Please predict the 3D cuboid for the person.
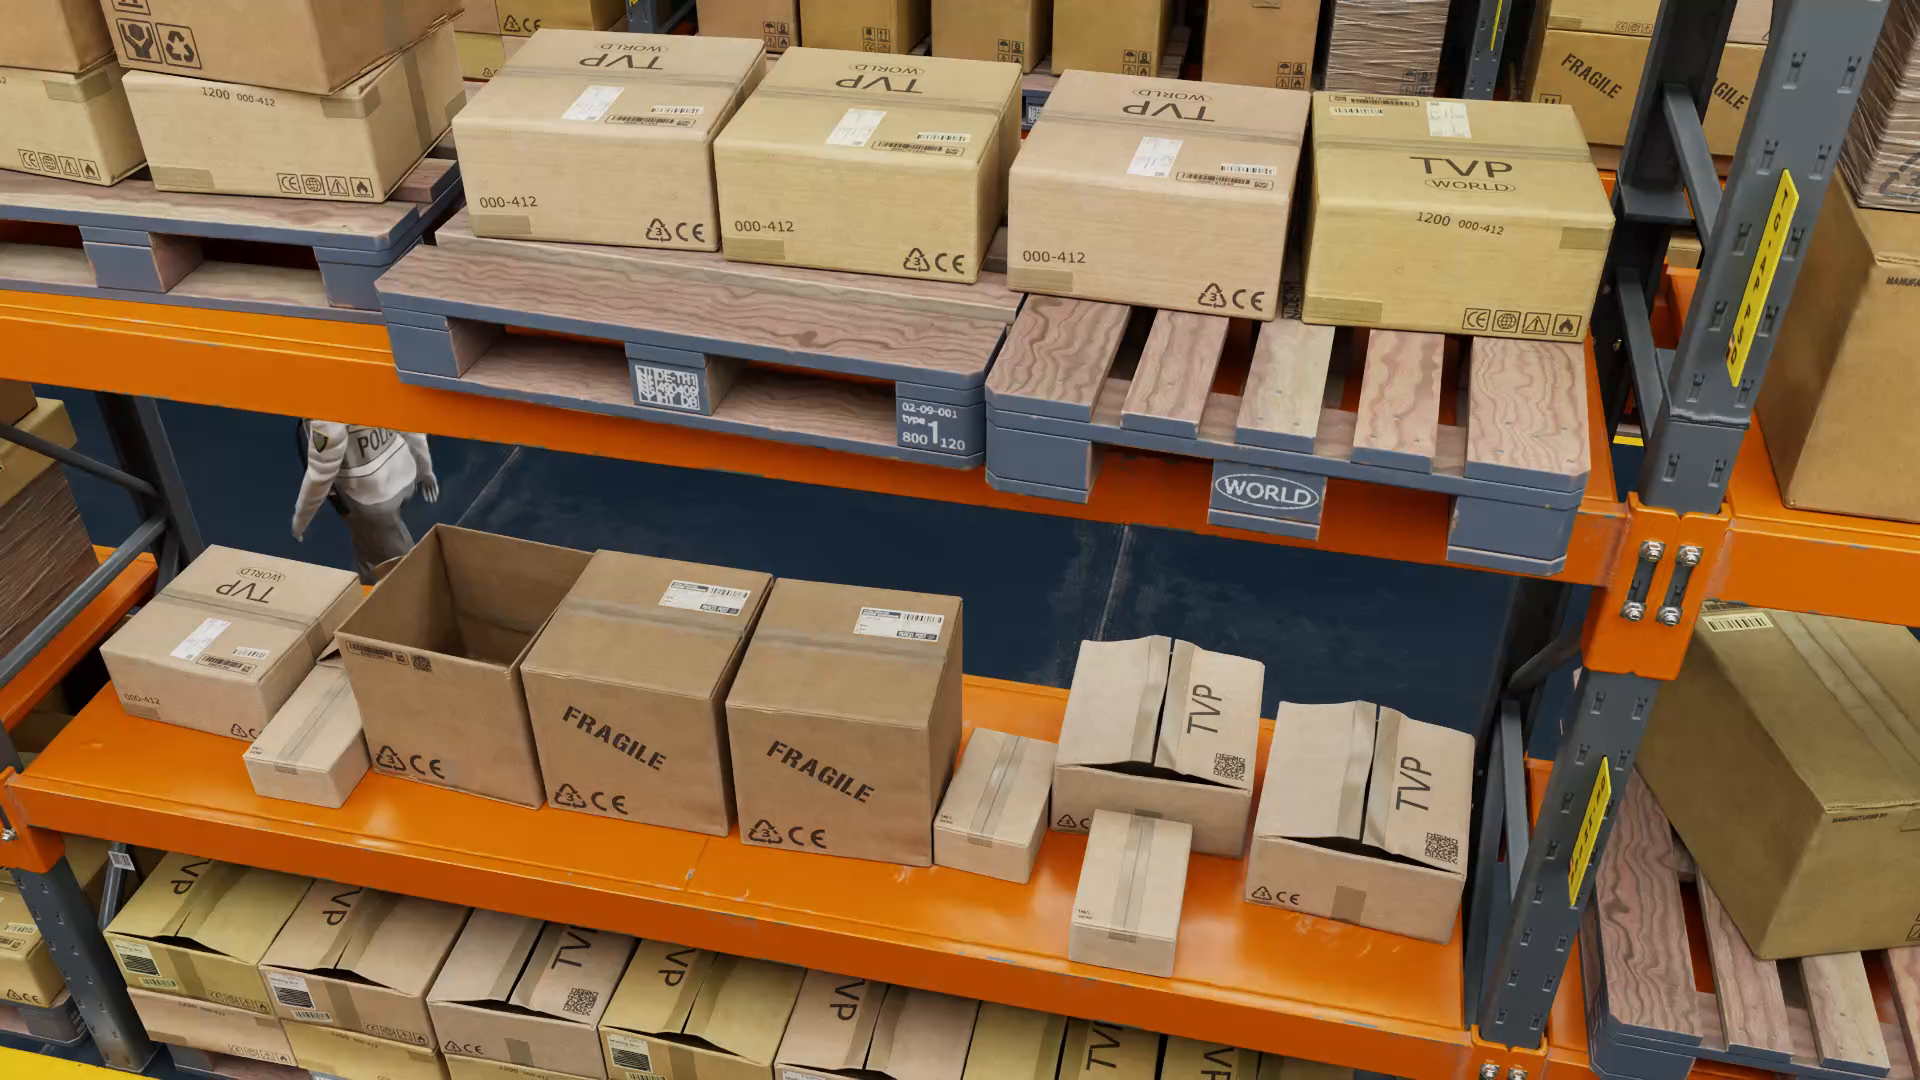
[{"bbox_3d":[-2.333,-0.191,6.370,0.866,1.671,0.519,8,38,11],"label":"person"}]
